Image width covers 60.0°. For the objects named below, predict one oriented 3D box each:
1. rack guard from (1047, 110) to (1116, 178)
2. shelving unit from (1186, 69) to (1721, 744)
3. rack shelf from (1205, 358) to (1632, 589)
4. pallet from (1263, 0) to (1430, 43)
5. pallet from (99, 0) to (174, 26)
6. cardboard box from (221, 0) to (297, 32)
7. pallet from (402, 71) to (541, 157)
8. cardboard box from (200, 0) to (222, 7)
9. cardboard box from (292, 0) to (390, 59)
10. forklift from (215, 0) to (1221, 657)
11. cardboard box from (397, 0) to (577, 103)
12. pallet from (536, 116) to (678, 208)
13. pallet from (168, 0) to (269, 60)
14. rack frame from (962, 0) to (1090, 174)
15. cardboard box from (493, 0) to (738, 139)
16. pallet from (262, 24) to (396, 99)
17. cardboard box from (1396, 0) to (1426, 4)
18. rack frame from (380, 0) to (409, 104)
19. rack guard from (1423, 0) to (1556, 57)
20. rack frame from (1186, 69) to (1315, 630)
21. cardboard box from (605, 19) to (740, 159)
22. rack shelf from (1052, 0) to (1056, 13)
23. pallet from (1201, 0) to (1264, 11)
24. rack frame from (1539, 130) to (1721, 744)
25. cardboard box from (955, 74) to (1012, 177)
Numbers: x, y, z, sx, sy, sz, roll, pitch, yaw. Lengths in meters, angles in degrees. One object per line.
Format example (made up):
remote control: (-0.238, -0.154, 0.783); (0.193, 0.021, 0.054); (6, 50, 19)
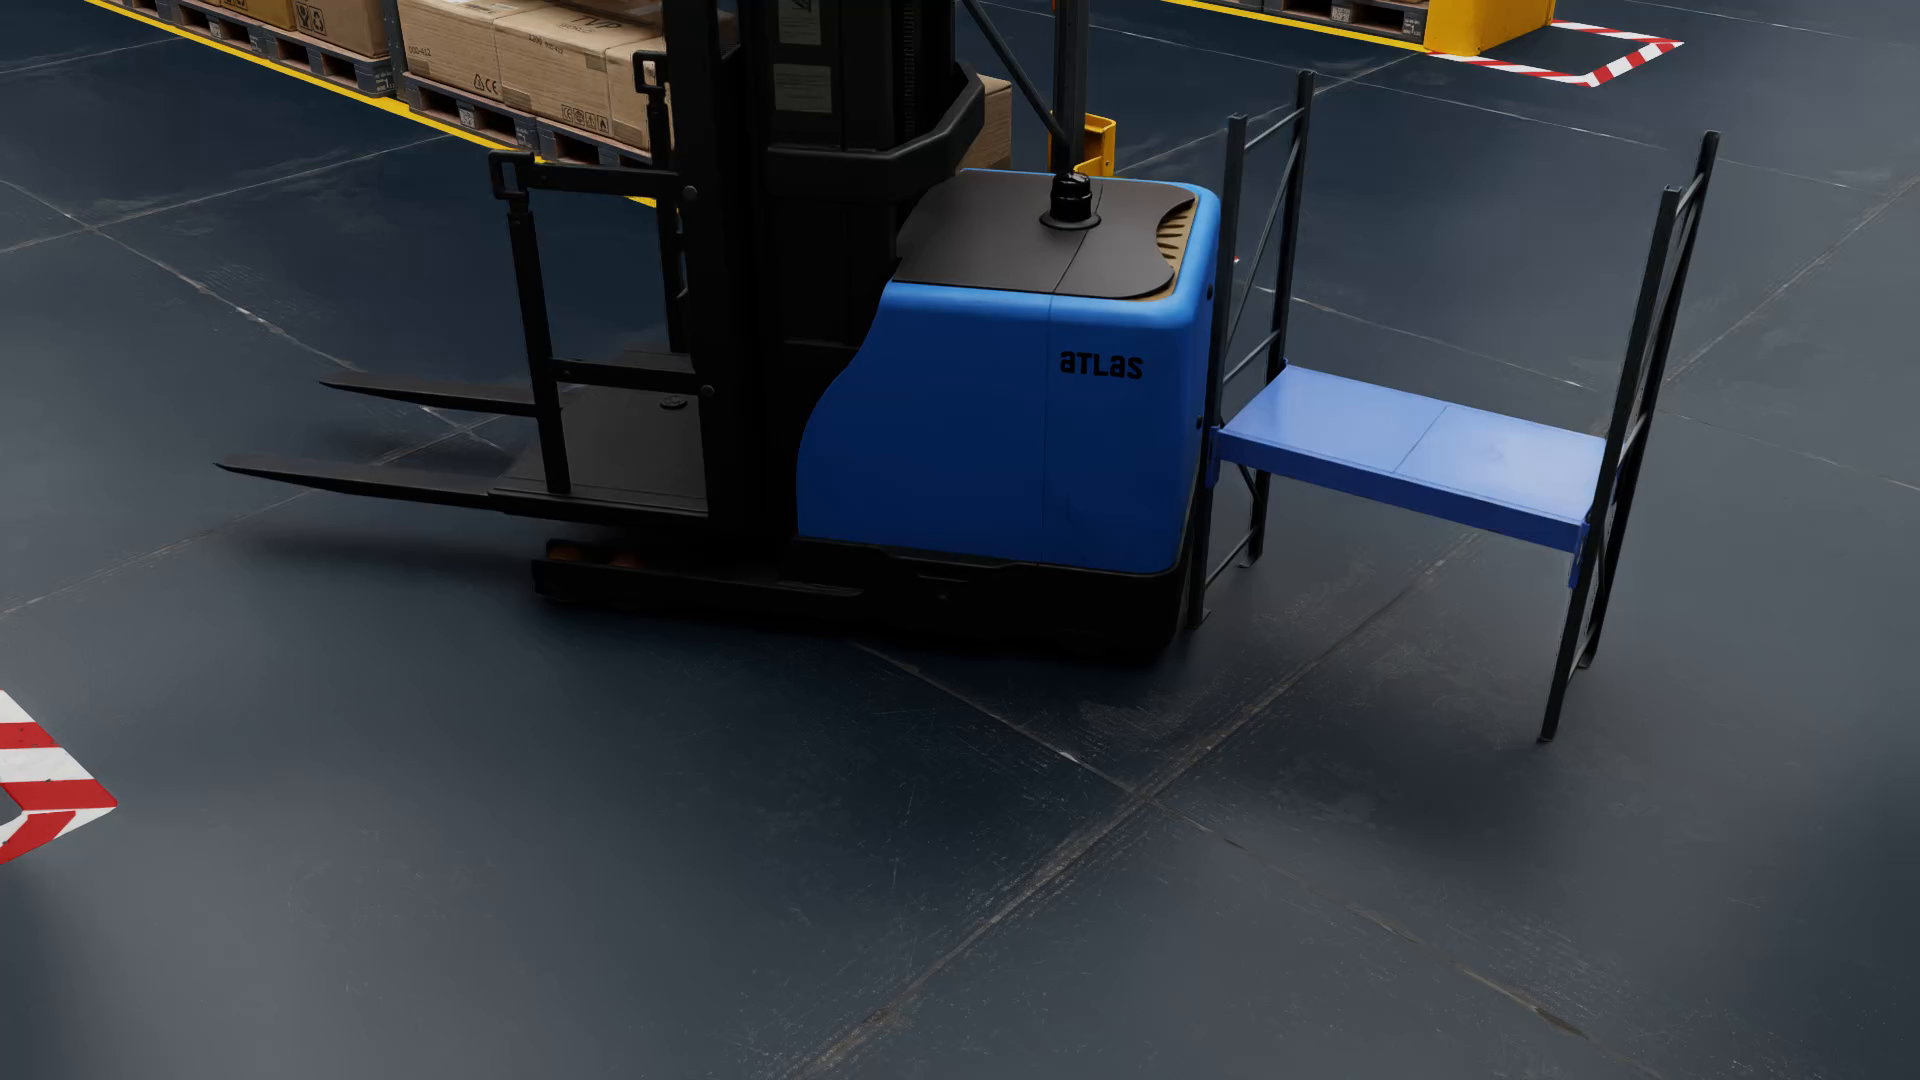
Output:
rack guard: (0.196, -1.467, 7.202); (0.348, 0.500, 1.175); (25, 39, 35)
shelving unit: (1.233, -0.358, 4.391); (1.048, 1.500, 0.538); (17, 35, 26)
rack shelf: (1.233, -0.204, 4.484); (1.000, 0.185, 0.538); (17, 35, 26)
pallet: (2.789, -3.600, 11.026); (1.213, 0.211, 1.003); (25, 39, 35)
pallet: (-5.220, -3.819, 11.388); (1.213, 0.211, 1.003); (25, 39, 35)
cardboard box: (-3.976, -3.694, 10.130); (0.875, 0.875, 0.875); (26, 40, 36)
pallet: (-2.277, -2.443, 9.103); (1.213, 0.211, 1.003); (25, 39, 35)
cardboard box: (-4.639, -4.003, 10.645); (0.875, 0.875, 0.875); (26, 39, 36)
cardboard box: (-3.301, -3.384, 9.616); (0.875, 0.875, 0.875); (26, 40, 36)
forklift: (-0.789, -1.308, 4.580); (3.031, 2.935, 1.130); (6, 32, 10)
cardboard box: (-2.395, -2.754, 8.994); (0.875, 0.438, 0.875); (24, 39, 34)
pallet: (-1.368, -2.021, 8.402); (1.213, 0.211, 1.003); (25, 39, 35)
pallet: (-4.319, -3.396, 10.687); (1.213, 0.211, 1.003); (25, 39, 35)
rack frame: (0.178, -2.546, 6.571); (0.127, 3.000, 1.000); (25, 39, 35)
cardboard box: (-1.730, -2.445, 8.480); (0.875, 0.438, 0.875); (24, 38, 34)
pallet: (-3.411, -2.974, 9.986); (1.213, 0.211, 1.003); (25, 39, 35)
cardboard box: (2.894, -3.535, 10.571); (0.250, 0.149, 0.380); (26, 40, 36)
rack frame: (-2.788, -3.931, 8.871); (0.127, 3.000, 1.000); (25, 39, 35)
rack guard: (3.368, -3.429, 10.462); (0.348, 0.500, 1.175); (25, 39, 35)
rack frame: (0.799, -0.495, 4.618); (0.032, 1.500, 0.500); (17, 35, 26)
cardboard box: (-1.063, -2.132, 7.960); (0.875, 0.438, 0.875); (26, 40, 36)
rack shelf: (-1.305, -2.930, 7.906); (4.000, 0.370, 1.077); (25, 39, 35)
pallet: (1.889, -4.023, 11.727); (1.213, 0.211, 1.003); (25, 39, 35)
rack frame: (1.667, -0.222, 4.164); (0.032, 1.500, 0.500); (17, 35, 26)
cardboard box: (-0.379, -1.819, 7.440); (0.875, 0.438, 0.875); (24, 38, 34)
